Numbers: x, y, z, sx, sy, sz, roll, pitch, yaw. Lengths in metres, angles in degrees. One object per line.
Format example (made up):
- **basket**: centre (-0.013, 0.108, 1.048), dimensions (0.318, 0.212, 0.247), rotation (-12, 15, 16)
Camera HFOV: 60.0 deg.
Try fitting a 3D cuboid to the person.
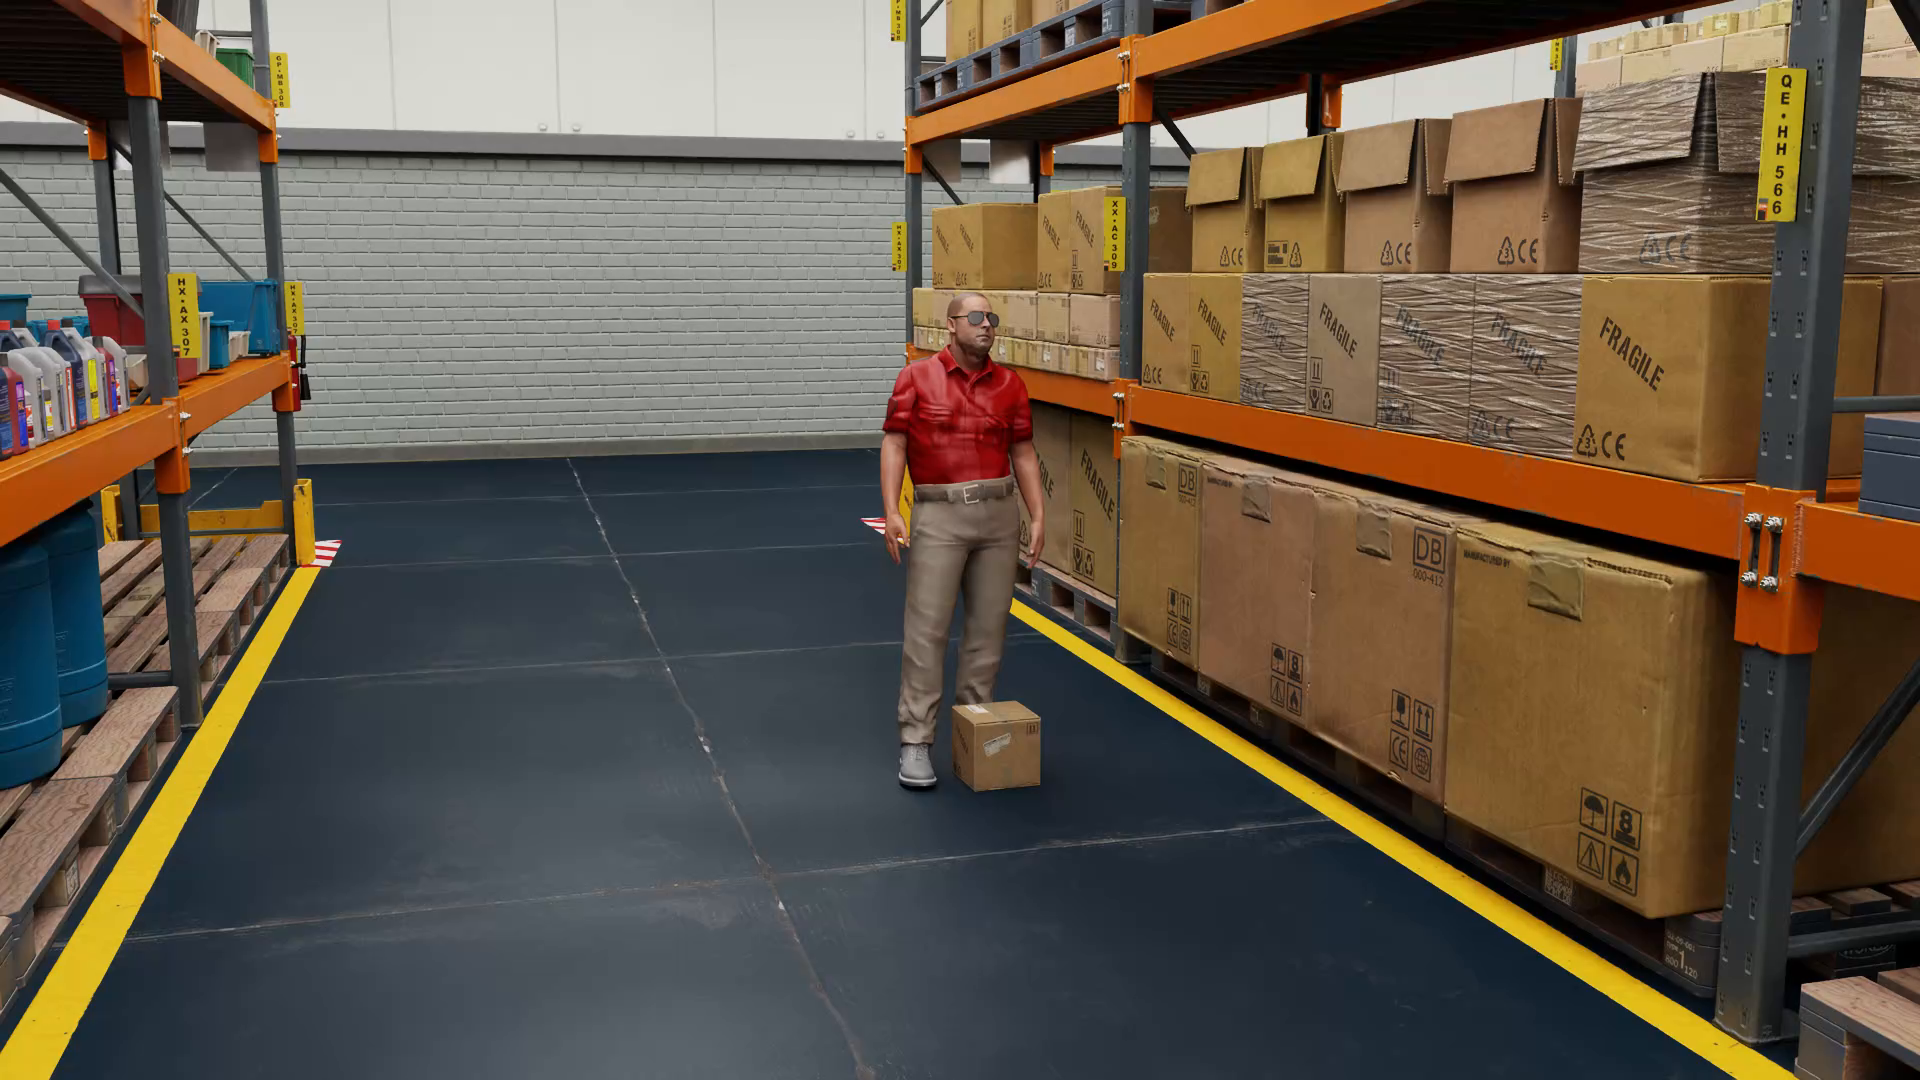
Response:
- **person**: centre (0.036, -0.027, 6.043), dimensions (0.640, 1.727, 0.551), rotation (-3, 10, -18)
